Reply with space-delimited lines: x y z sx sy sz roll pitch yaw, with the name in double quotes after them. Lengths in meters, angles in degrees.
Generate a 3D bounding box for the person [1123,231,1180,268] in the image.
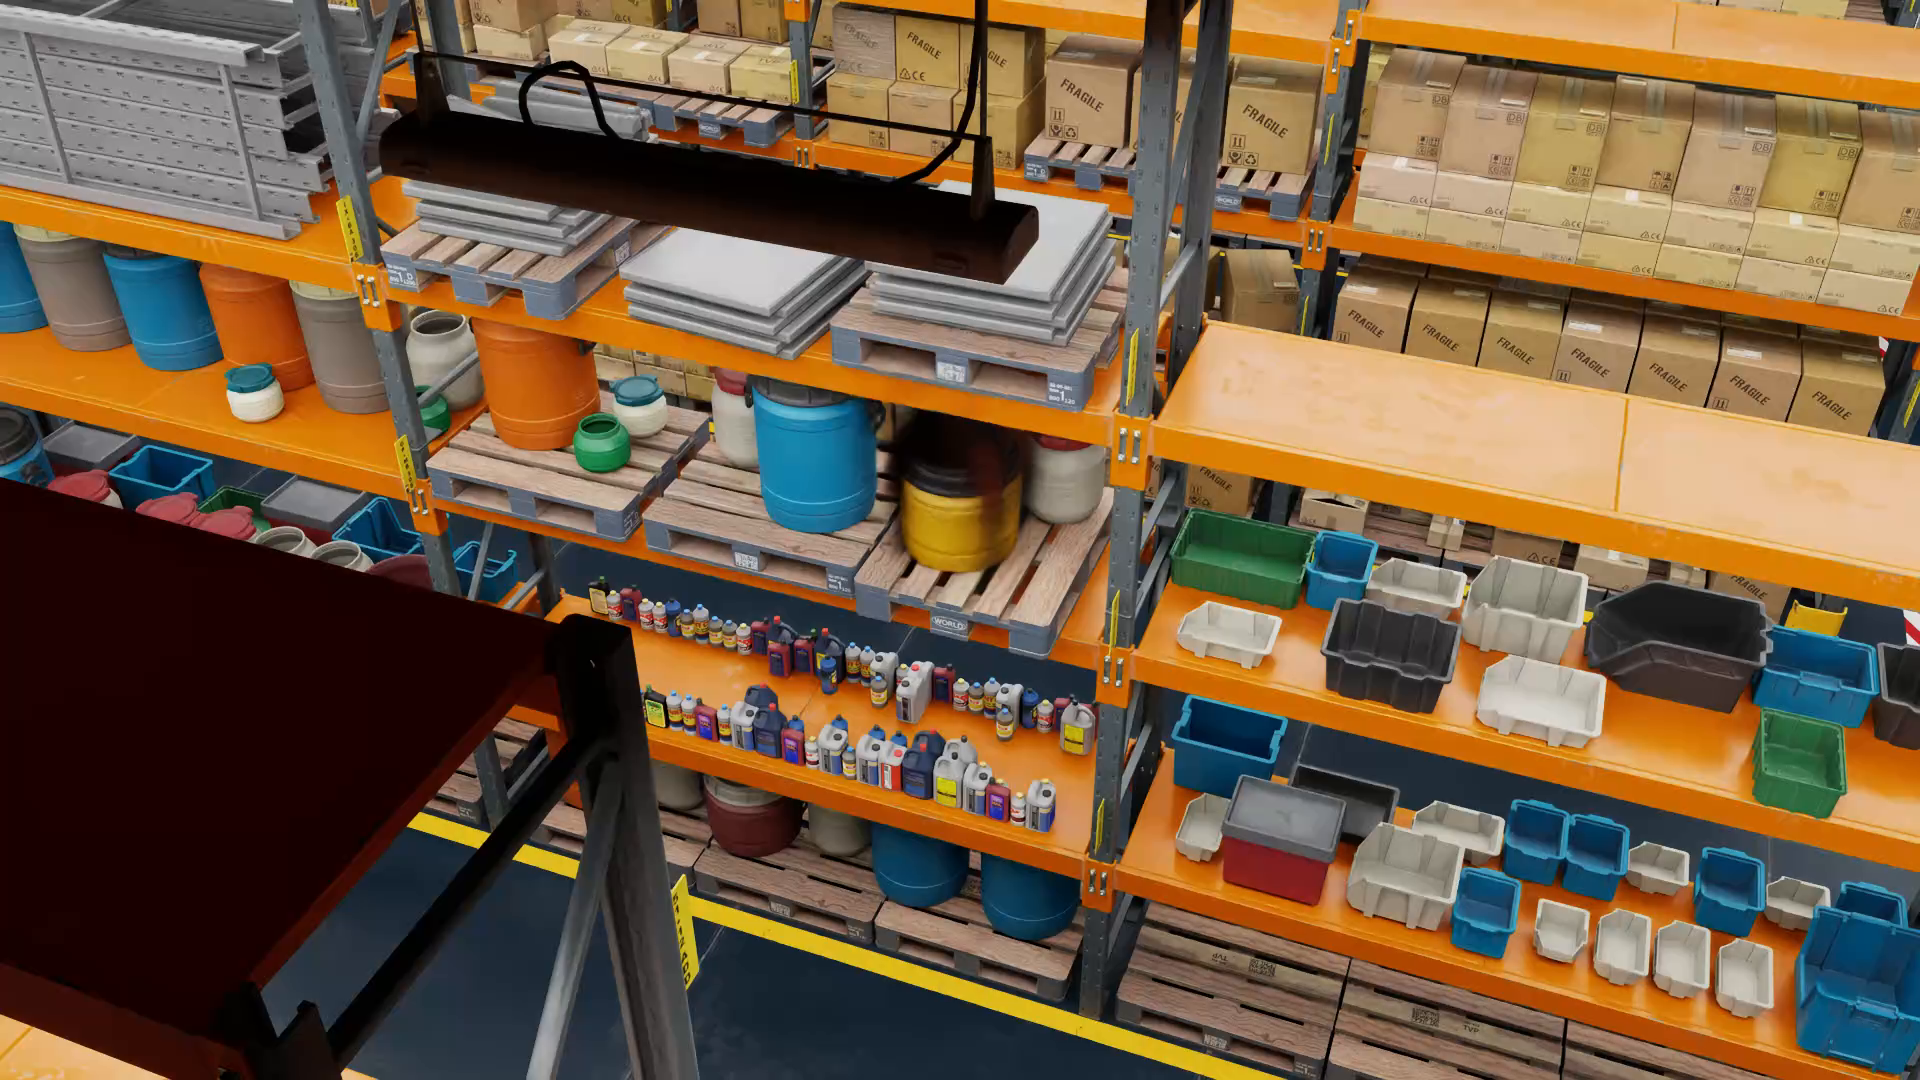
1.678 -2.215 14.930 0.613 1.761 0.584 -19 41 -24 "person"
